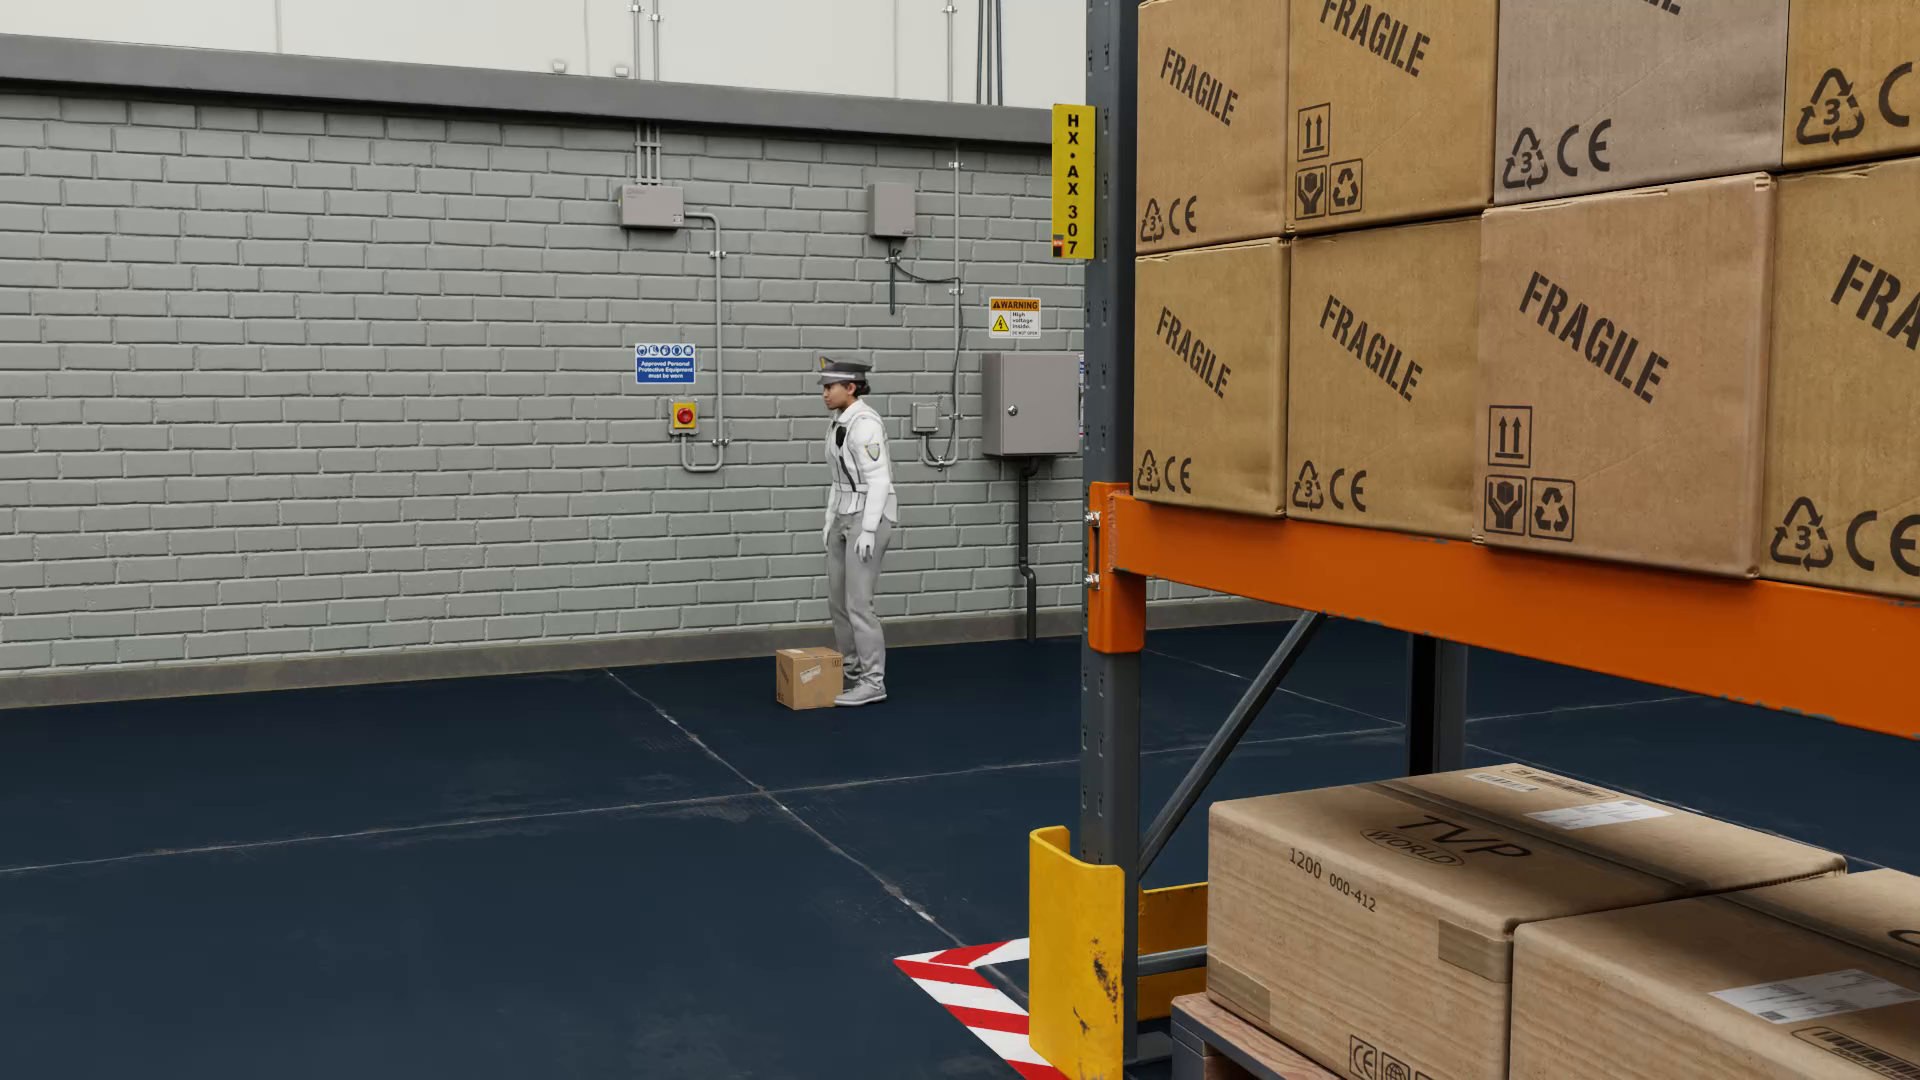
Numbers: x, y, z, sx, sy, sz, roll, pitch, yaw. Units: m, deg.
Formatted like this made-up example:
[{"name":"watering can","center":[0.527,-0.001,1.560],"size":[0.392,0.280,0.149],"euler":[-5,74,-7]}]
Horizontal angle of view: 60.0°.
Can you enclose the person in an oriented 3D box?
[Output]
[{"name":"person","center":[-0.509,-0.051,8.010],"size":[0.376,1.663,0.539],"euler":[-3,6,-25]}]
